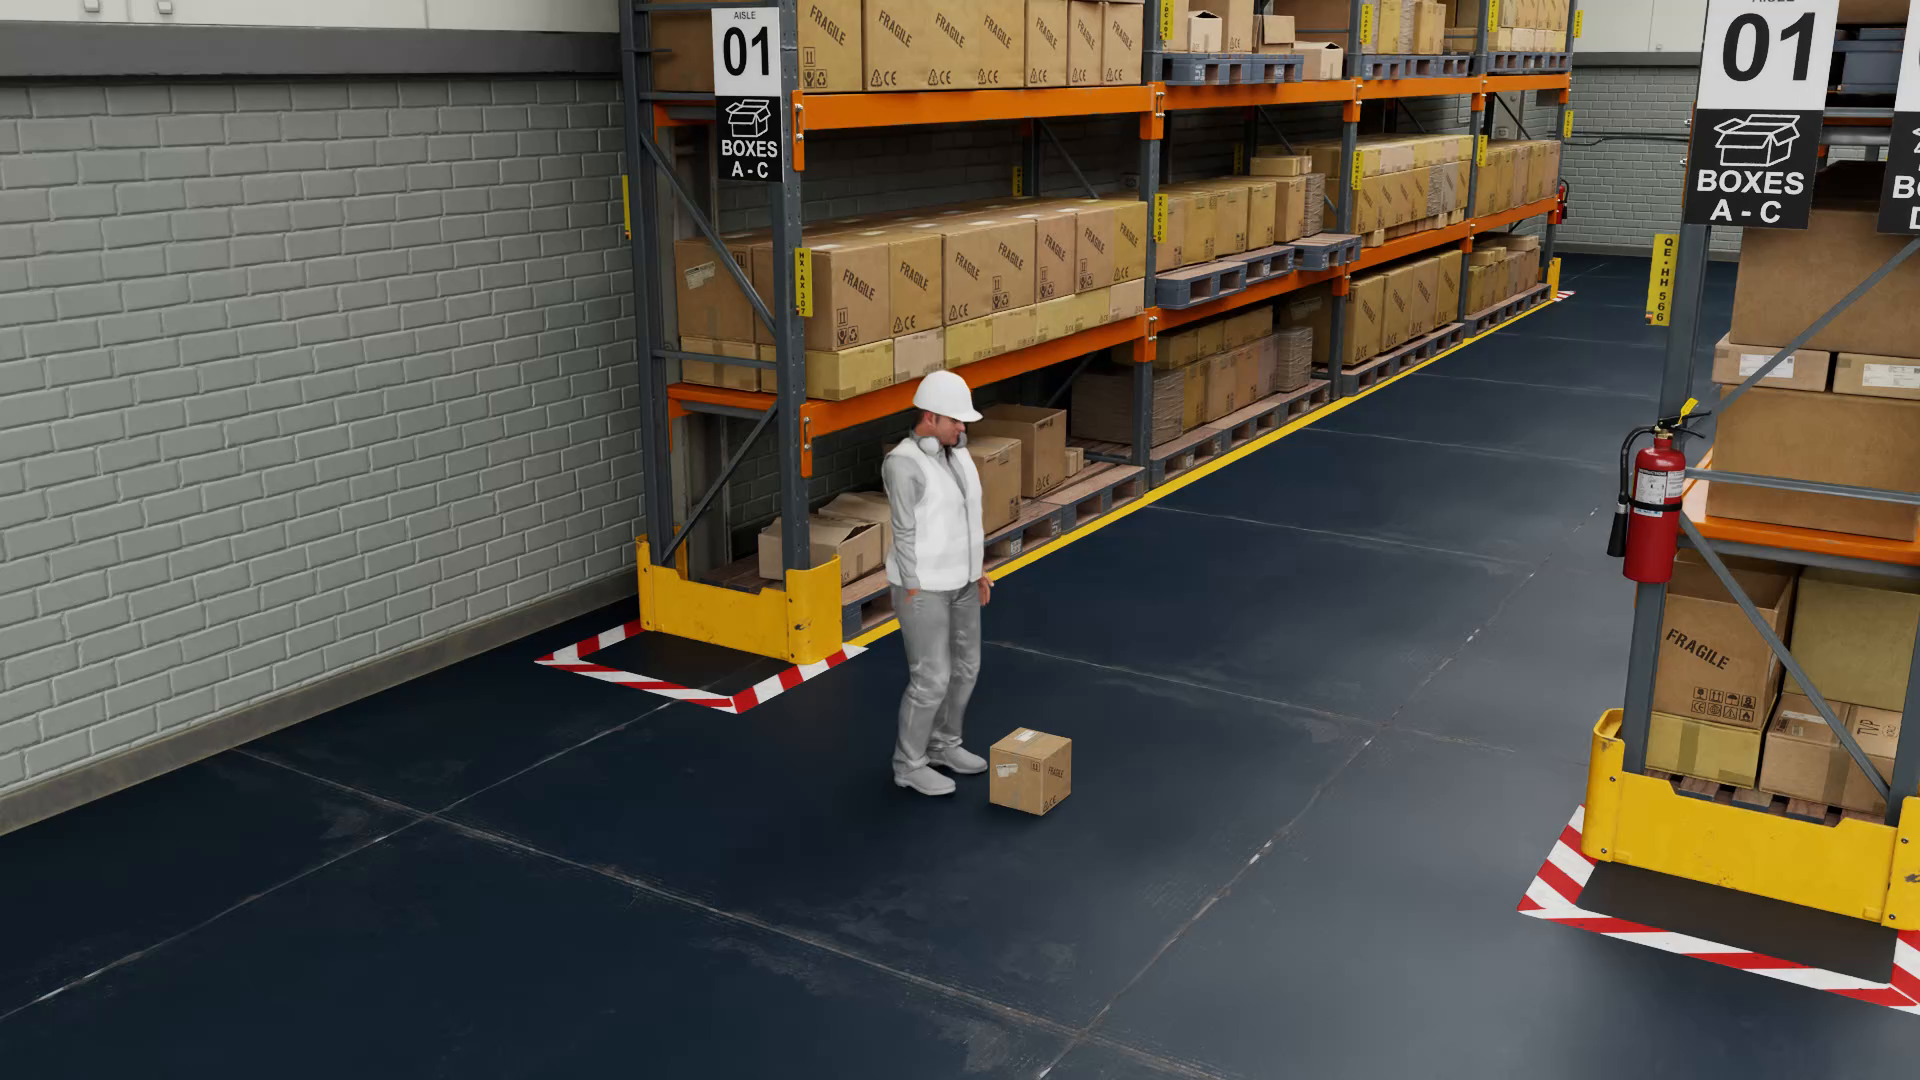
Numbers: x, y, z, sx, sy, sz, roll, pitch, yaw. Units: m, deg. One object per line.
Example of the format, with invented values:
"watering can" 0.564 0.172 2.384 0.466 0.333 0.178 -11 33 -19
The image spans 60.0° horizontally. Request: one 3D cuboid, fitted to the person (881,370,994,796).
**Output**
"person" -0.086 0.164 6.943 0.363 1.762 0.535 10 19 31
